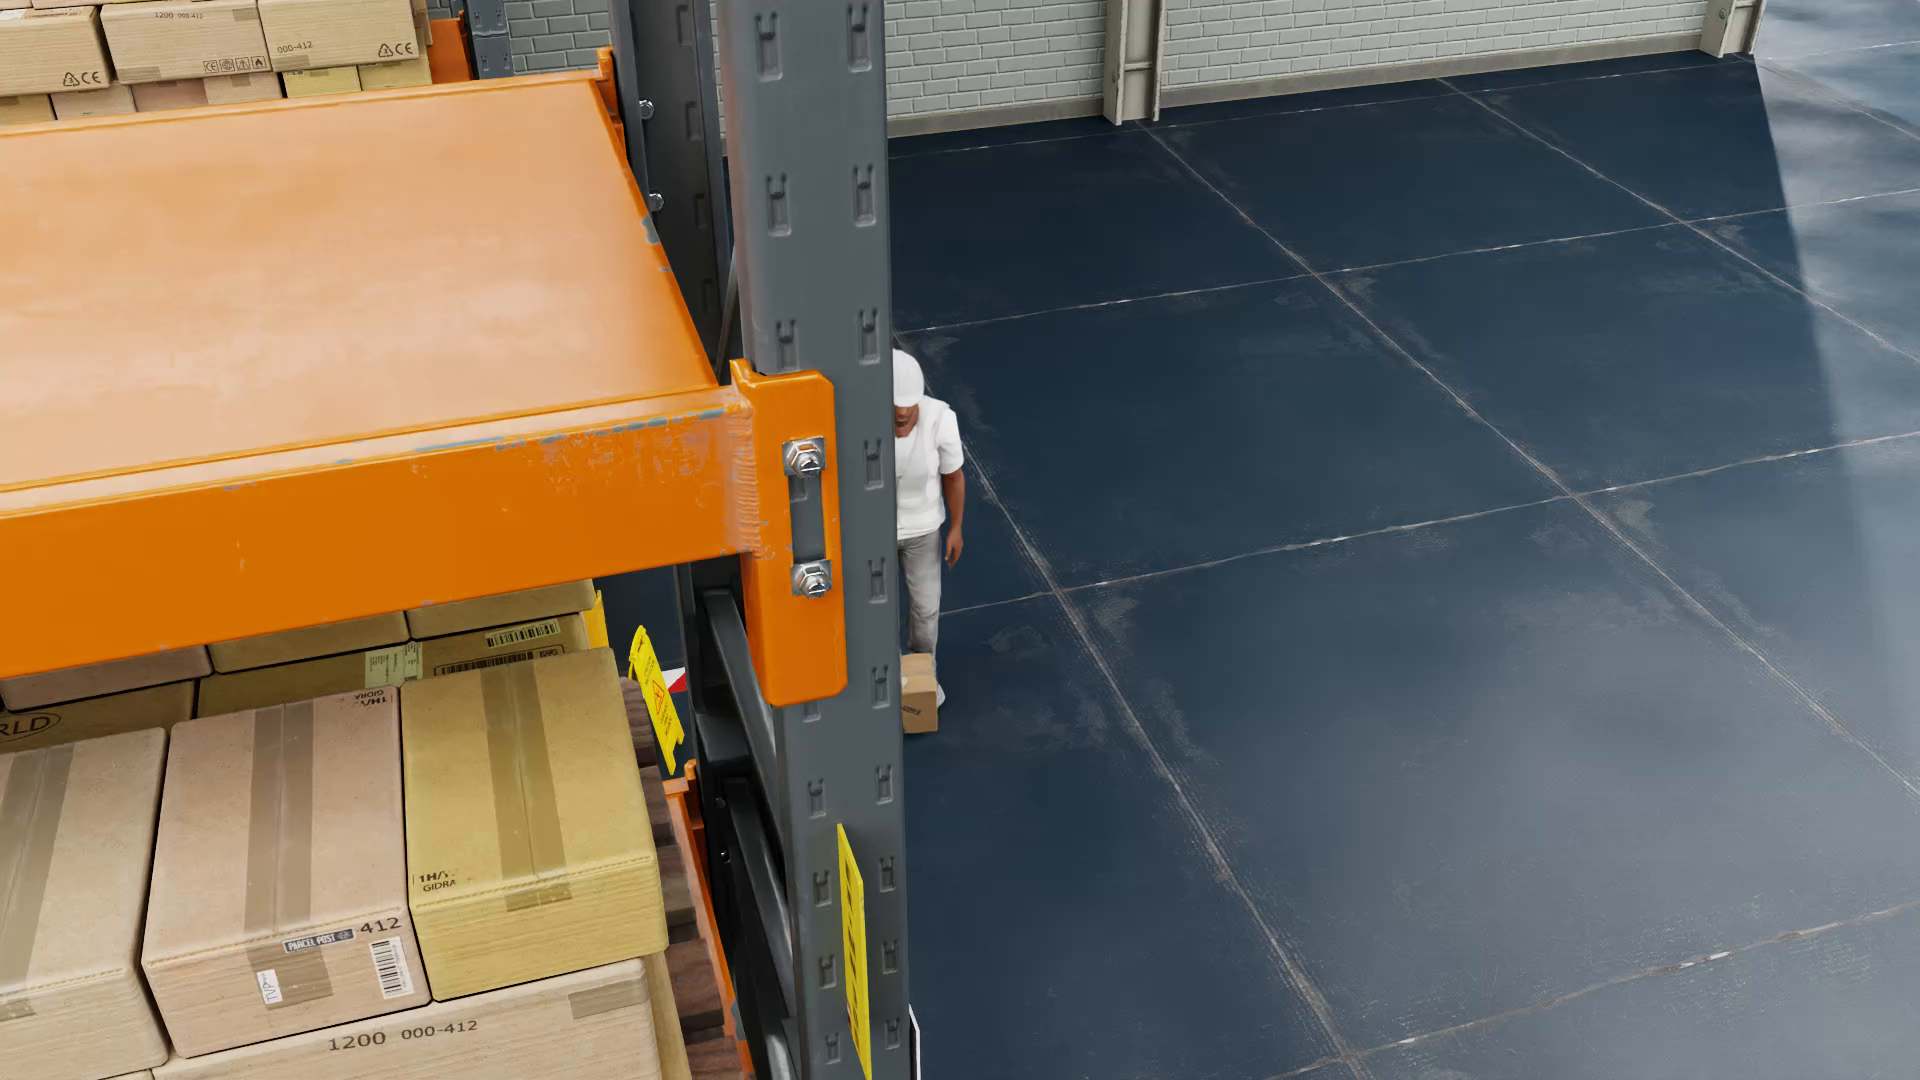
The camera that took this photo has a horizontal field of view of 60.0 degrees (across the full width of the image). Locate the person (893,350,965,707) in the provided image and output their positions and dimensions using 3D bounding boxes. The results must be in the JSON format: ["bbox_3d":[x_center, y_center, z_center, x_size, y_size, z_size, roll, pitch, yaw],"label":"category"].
[{"bbox_3d":[-0.274,-0.041,7.185,0.607,1.762,0.449,-4,34,-7],"label":"person"}]
